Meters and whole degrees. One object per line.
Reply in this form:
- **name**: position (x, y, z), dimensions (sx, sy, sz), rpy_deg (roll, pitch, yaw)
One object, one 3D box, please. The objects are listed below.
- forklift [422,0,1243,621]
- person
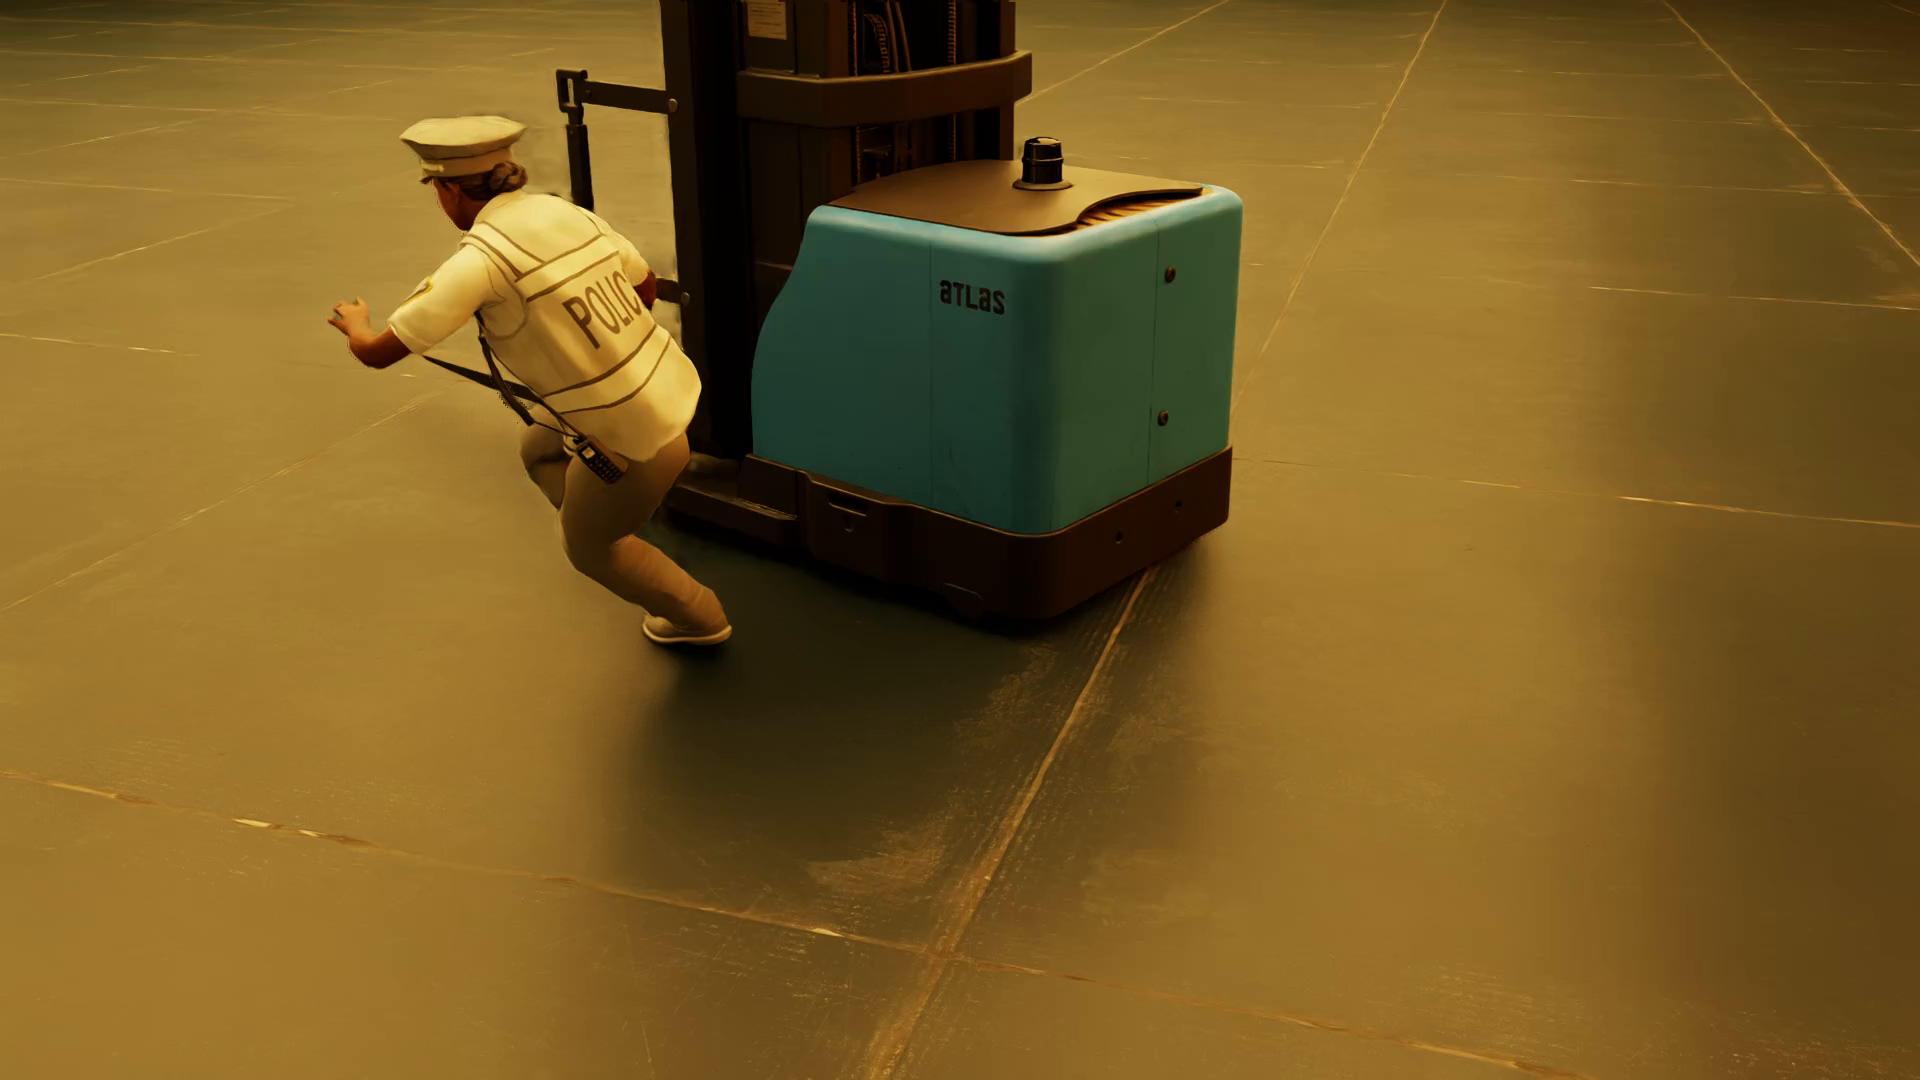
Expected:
- **forklift**: position (-0.637, -1.579, 5.105), dimensions (3.031, 2.935, 1.130), rpy_deg (17, 28, 36)
- **person**: position (-1.003, -0.308, 4.002), dimensions (0.863, 1.422, 0.883), rpy_deg (5, 23, 11)
